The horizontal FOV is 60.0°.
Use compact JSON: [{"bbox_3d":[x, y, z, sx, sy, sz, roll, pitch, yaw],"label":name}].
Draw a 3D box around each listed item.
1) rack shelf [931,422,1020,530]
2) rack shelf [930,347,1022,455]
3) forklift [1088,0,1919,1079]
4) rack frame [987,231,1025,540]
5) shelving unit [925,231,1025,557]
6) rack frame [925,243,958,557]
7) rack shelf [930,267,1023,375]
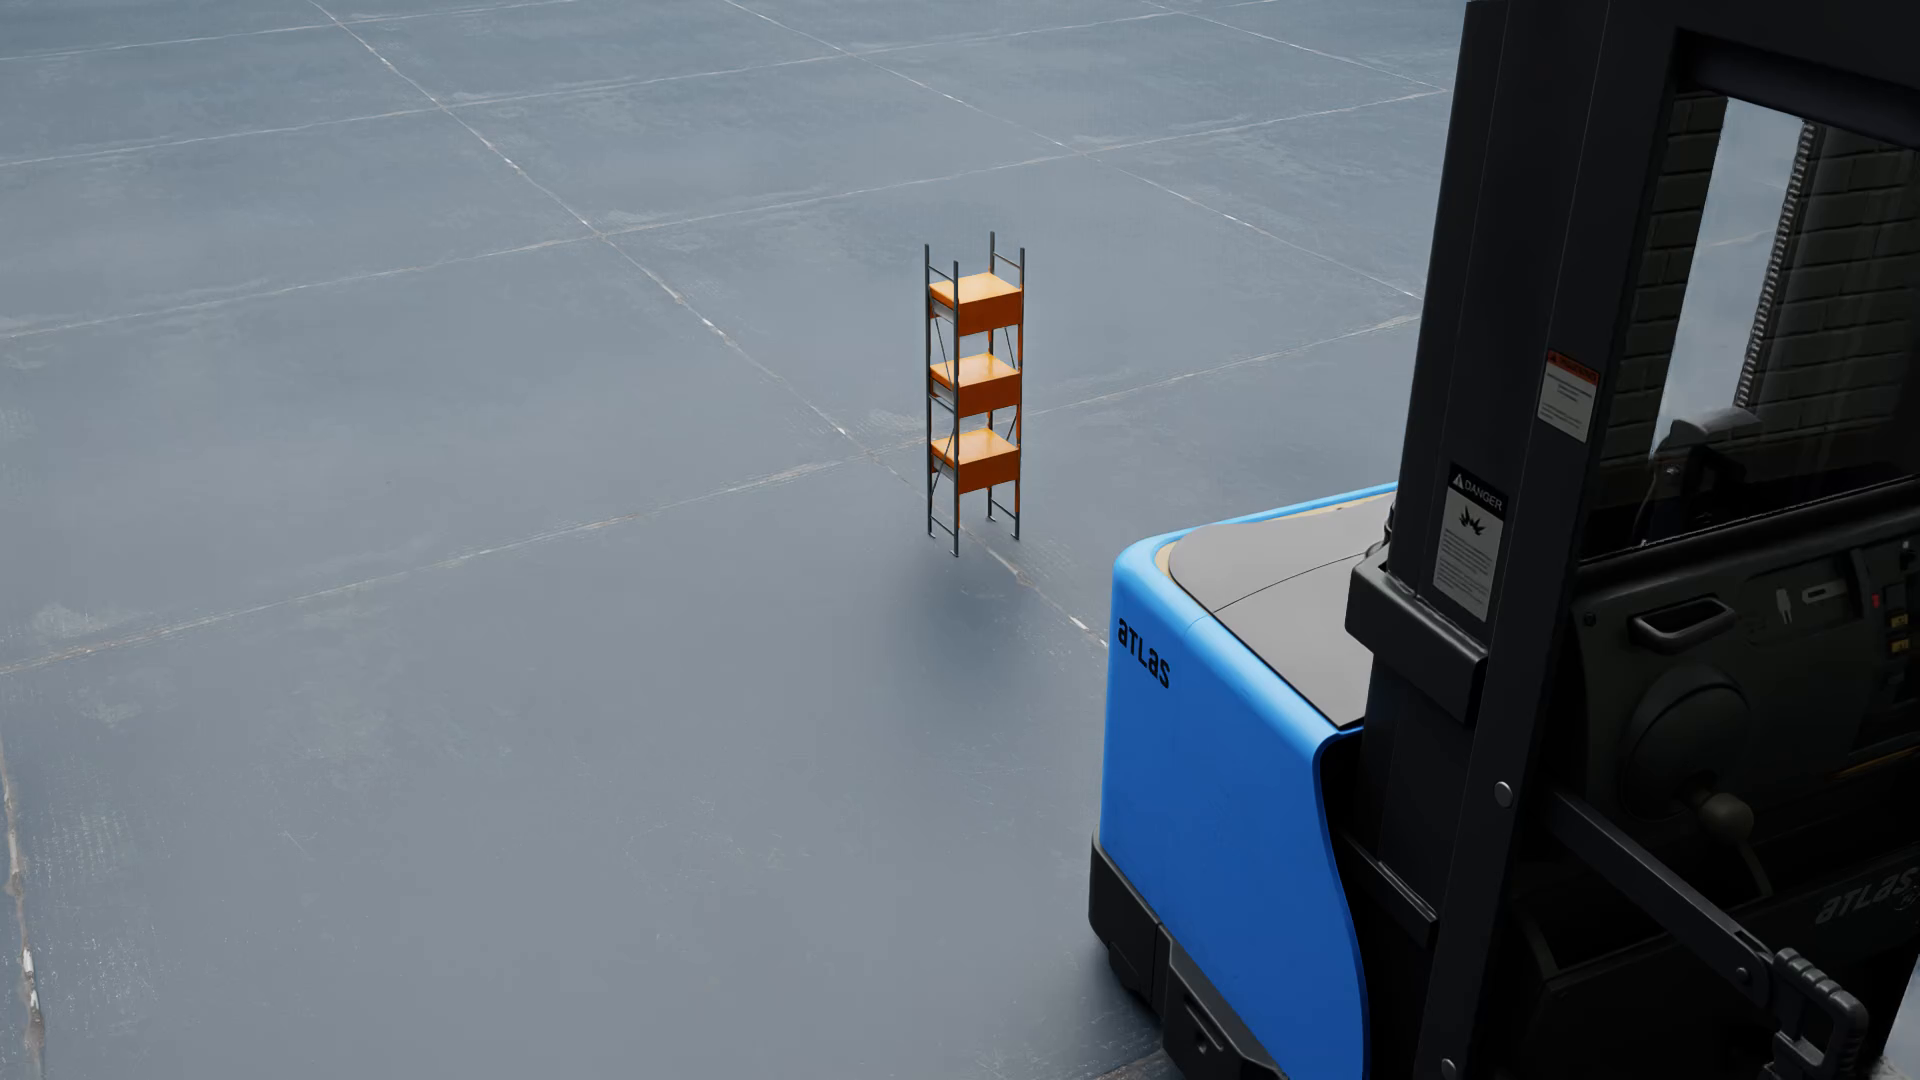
[{"bbox_3d":[0.046,-0.220,5.659,0.240,0.259,0.215,-16,33,-26],"label":"rack shelf"},{"bbox_3d":[0.046,-0.463,5.525,0.240,0.259,0.215,-16,33,-26],"label":"rack shelf"},{"bbox_3d":[1.371,0.219,2.320,1.130,2.935,3.031,-12,31,-21],"label":"forklift"},{"bbox_3d":[0.151,-0.503,5.574,0.008,1.050,0.200,-16,33,-26],"label":"rack frame"},{"bbox_3d":[0.046,-0.473,5.520,0.252,1.050,0.215,-16,33,-26],"label":"shelving unit"},{"bbox_3d":[-0.059,-0.443,5.466,0.008,1.050,0.200,-16,33,-26],"label":"rack frame"},{"bbox_3d":[0.046,-0.712,5.388,0.240,0.259,0.215,-16,33,-26],"label":"rack shelf"}]
